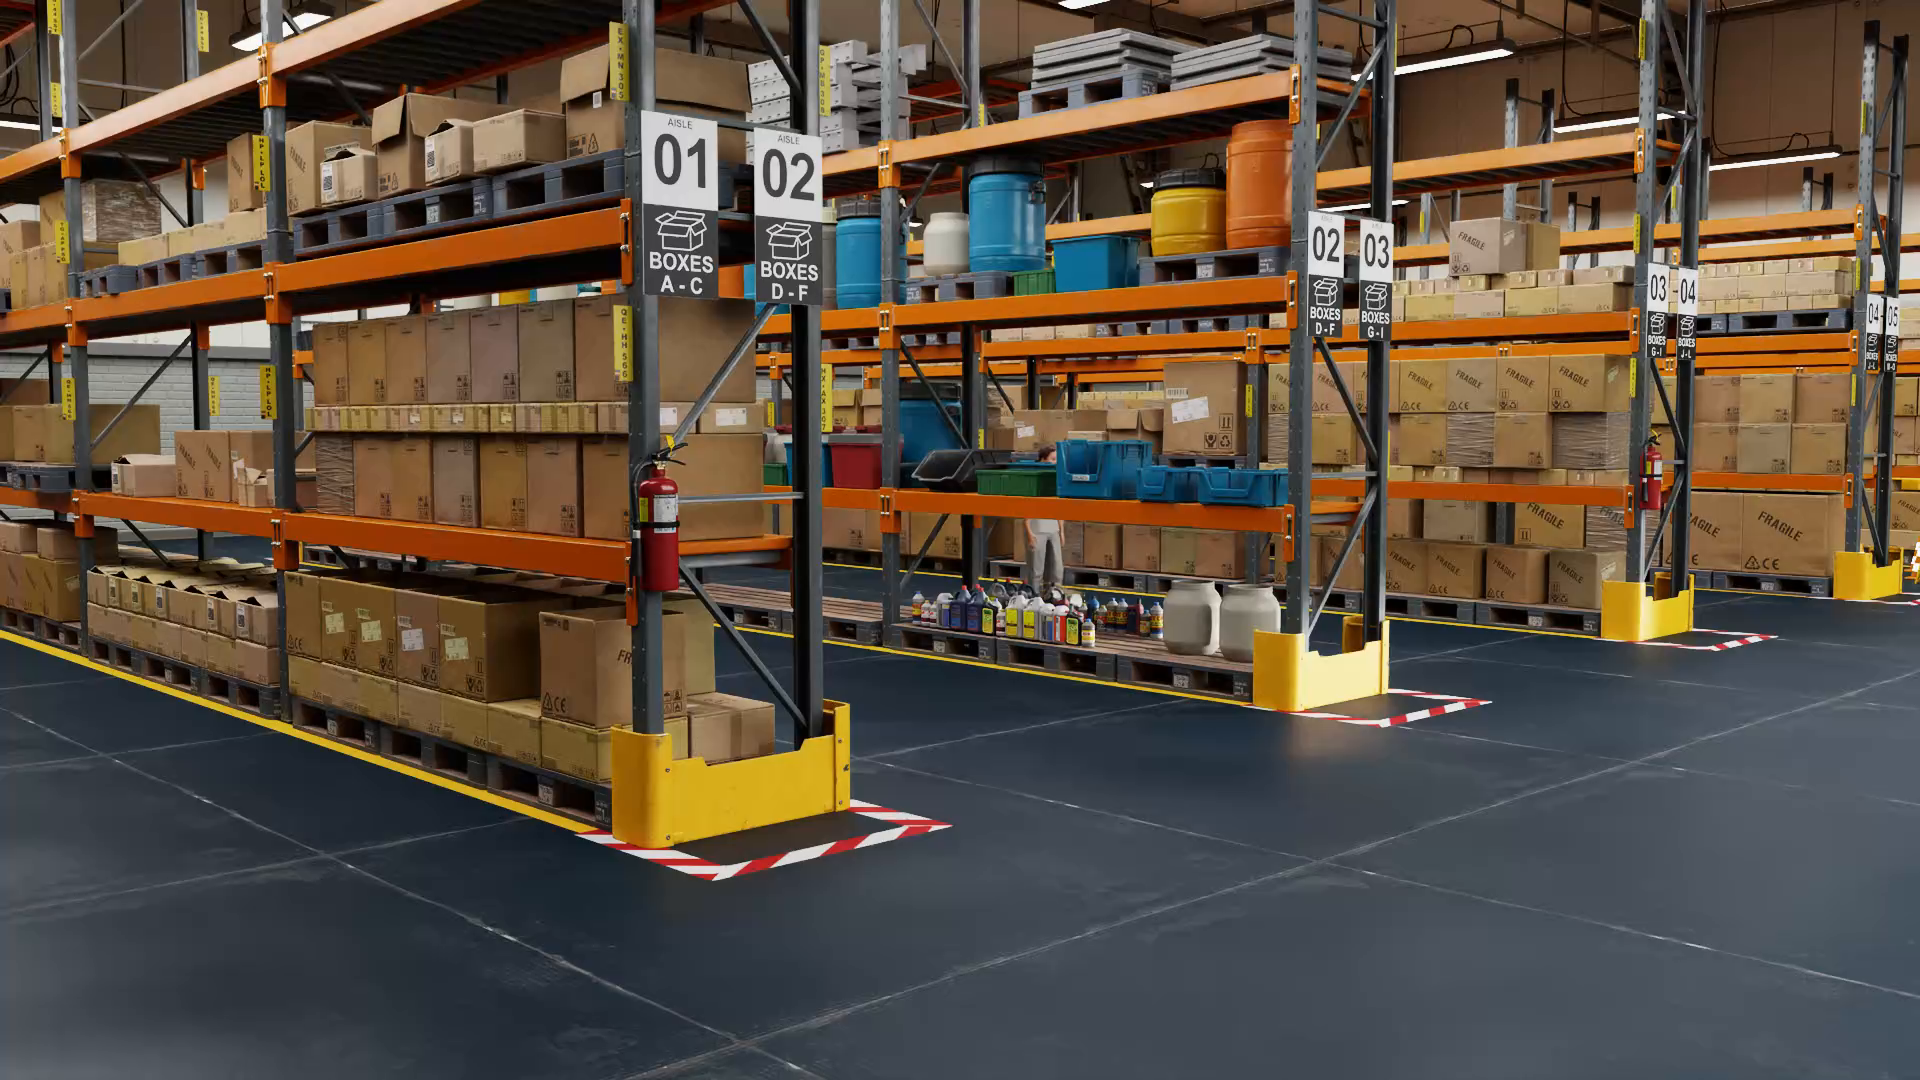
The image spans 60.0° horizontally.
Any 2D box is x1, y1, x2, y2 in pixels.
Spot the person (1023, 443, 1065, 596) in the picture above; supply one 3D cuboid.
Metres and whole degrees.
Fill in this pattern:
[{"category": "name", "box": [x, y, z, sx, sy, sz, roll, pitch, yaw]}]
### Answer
[{"category": "person", "box": [0.765, -0.044, 15.133, 0.491, 1.672, 0.364, -3, 5, -41]}]
